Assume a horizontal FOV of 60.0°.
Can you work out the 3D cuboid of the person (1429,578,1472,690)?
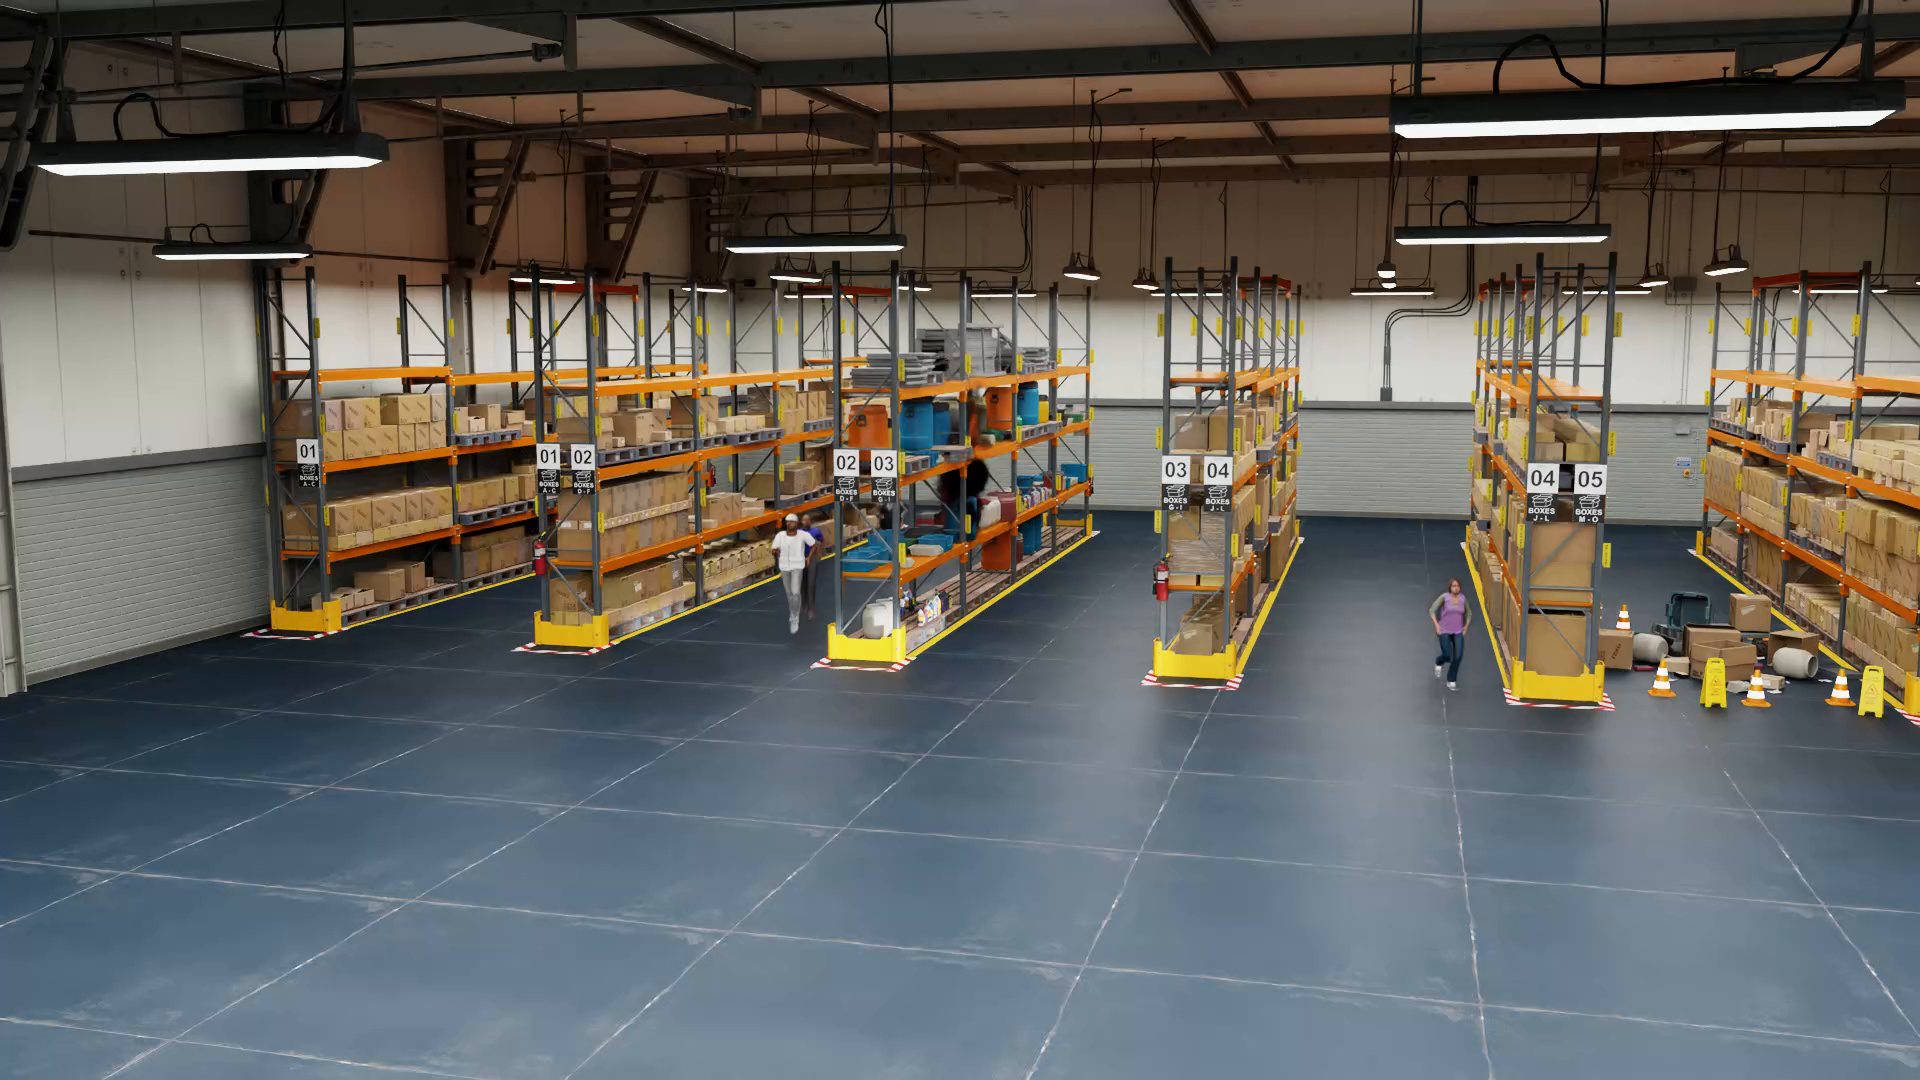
[{"bbox_3d":[6.858,1.302,23.283,0.588,1.587,0.483,0,7,-3],"label":"person"}]

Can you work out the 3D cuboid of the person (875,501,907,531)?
[{"bbox_3d":[-1.439,-0.197,34.399,0.635,1.770,0.756,1,7,8],"label":"person"}]

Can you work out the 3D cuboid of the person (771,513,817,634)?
[{"bbox_3d":[-2.667,0.518,26.361,0.674,1.879,0.702,2,7,14],"label":"person"}]

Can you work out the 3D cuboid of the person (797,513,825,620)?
[{"bbox_3d":[-2.511,0.414,27.360,0.566,1.718,0.725,0,7,-1],"label":"person"}]
